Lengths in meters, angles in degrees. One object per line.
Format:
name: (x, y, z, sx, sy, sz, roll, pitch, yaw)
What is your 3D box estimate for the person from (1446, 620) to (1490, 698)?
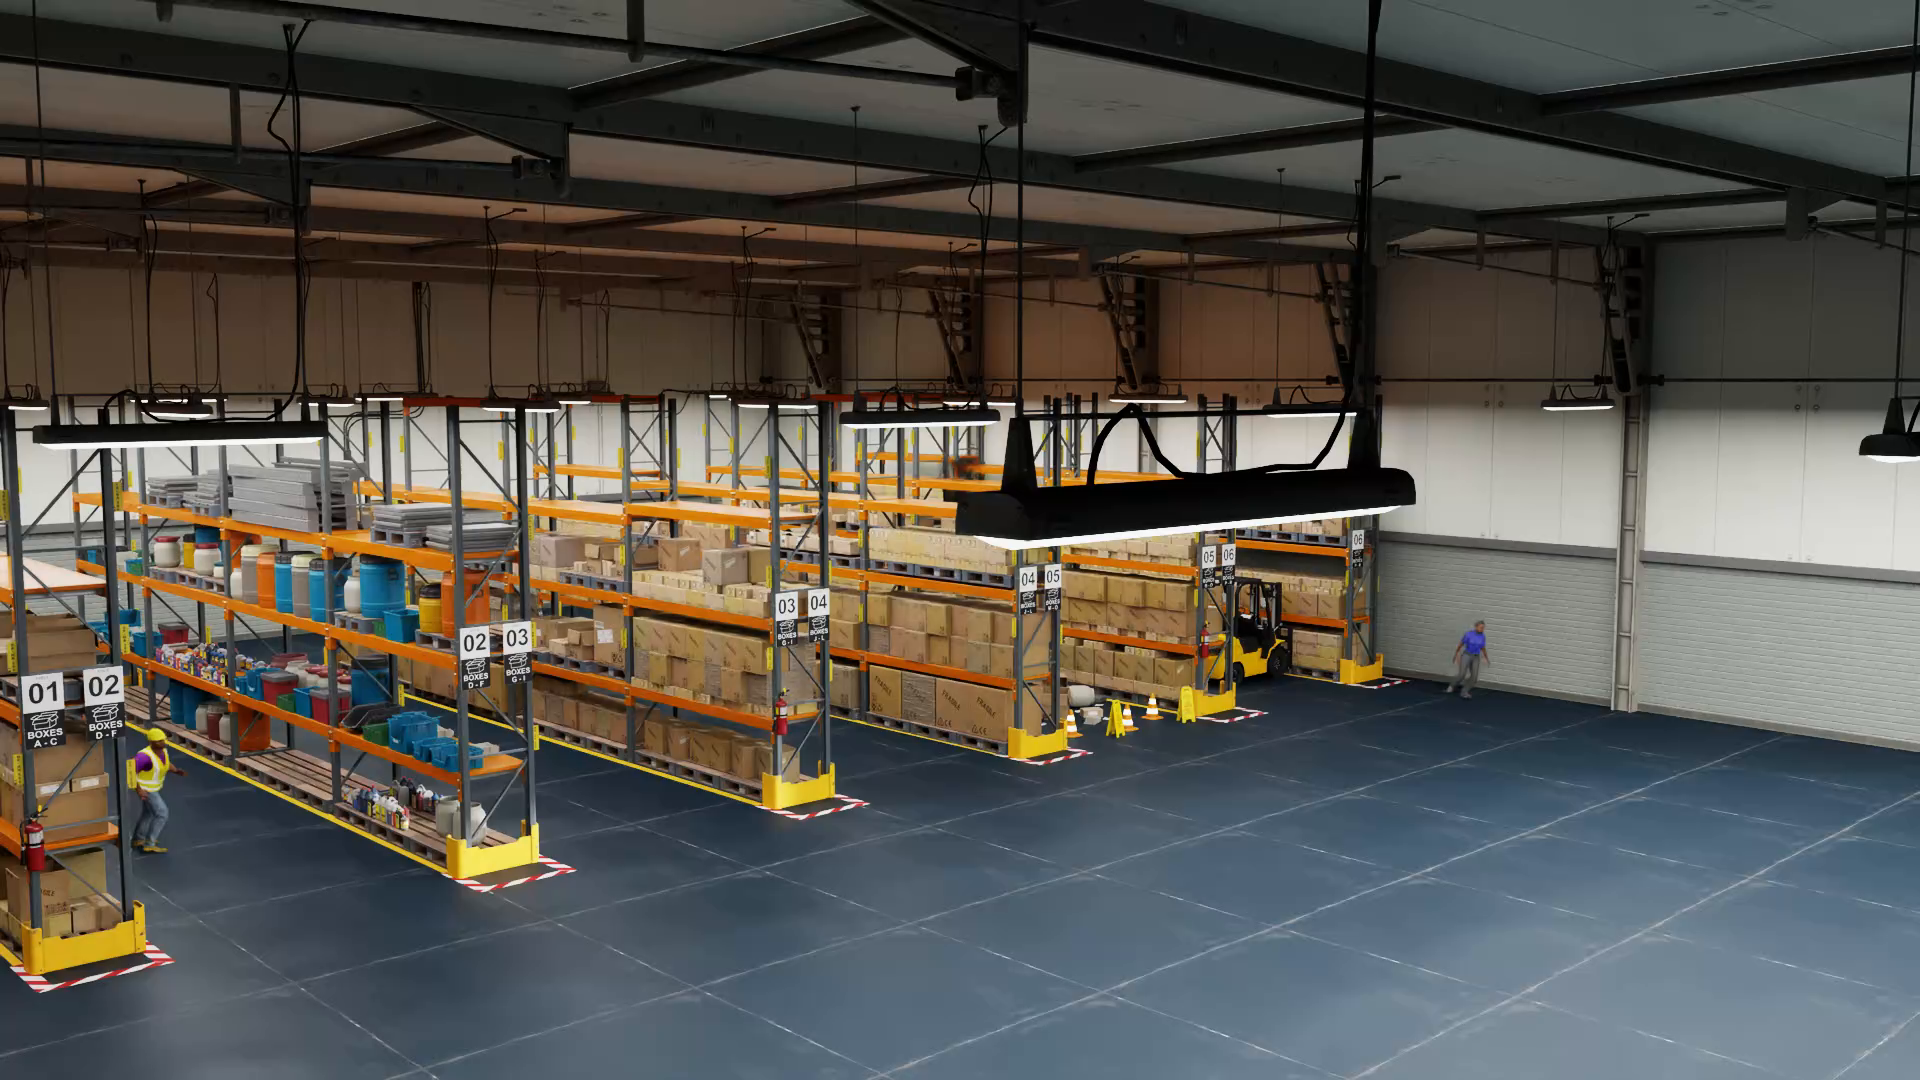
person: (10.093, 2.364, 33.024, 0.728, 1.551, 0.609, -1, 6, -13)

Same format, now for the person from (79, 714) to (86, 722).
person: (-12.905, 3.193, 24.345, 0.731, 1.612, 0.590, 2, 6, 17)

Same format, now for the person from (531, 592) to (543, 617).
person: (-9.668, 1.952, 37.278, 0.730, 1.620, 0.618, 5, 8, 43)

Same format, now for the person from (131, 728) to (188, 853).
person: (-10.826, 3.346, 22.367, 0.801, 1.698, 0.708, -1, 6, -8)
